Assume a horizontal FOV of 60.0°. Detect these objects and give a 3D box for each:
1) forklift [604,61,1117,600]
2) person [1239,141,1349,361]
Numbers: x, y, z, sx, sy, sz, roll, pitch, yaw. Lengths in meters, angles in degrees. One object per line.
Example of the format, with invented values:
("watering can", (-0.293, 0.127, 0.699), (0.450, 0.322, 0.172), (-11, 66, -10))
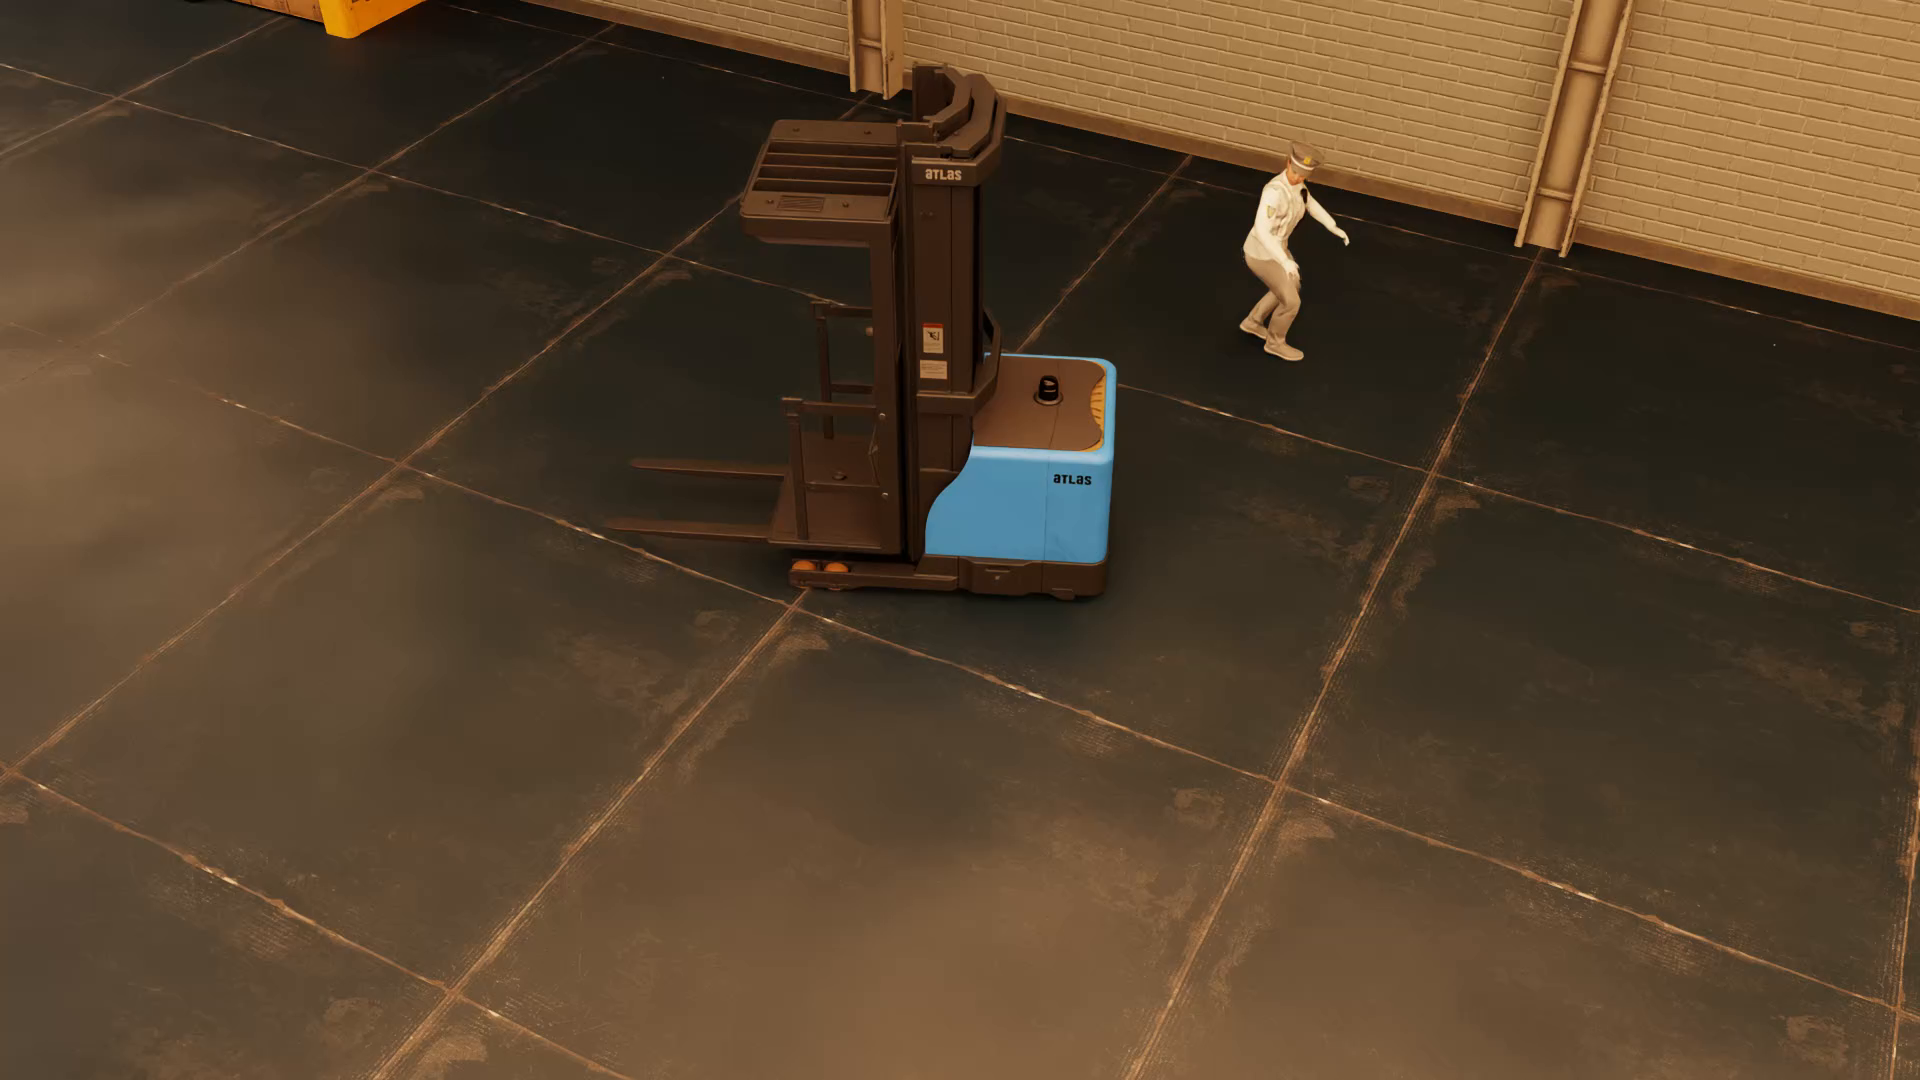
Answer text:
("forklift", (-0.606, -1.157, 9.360), (3.031, 2.935, 1.130), (3, 40, 4))
("person", (2.275, -1.949, 11.348), (0.672, 1.594, 0.742), (14, 42, 16))
